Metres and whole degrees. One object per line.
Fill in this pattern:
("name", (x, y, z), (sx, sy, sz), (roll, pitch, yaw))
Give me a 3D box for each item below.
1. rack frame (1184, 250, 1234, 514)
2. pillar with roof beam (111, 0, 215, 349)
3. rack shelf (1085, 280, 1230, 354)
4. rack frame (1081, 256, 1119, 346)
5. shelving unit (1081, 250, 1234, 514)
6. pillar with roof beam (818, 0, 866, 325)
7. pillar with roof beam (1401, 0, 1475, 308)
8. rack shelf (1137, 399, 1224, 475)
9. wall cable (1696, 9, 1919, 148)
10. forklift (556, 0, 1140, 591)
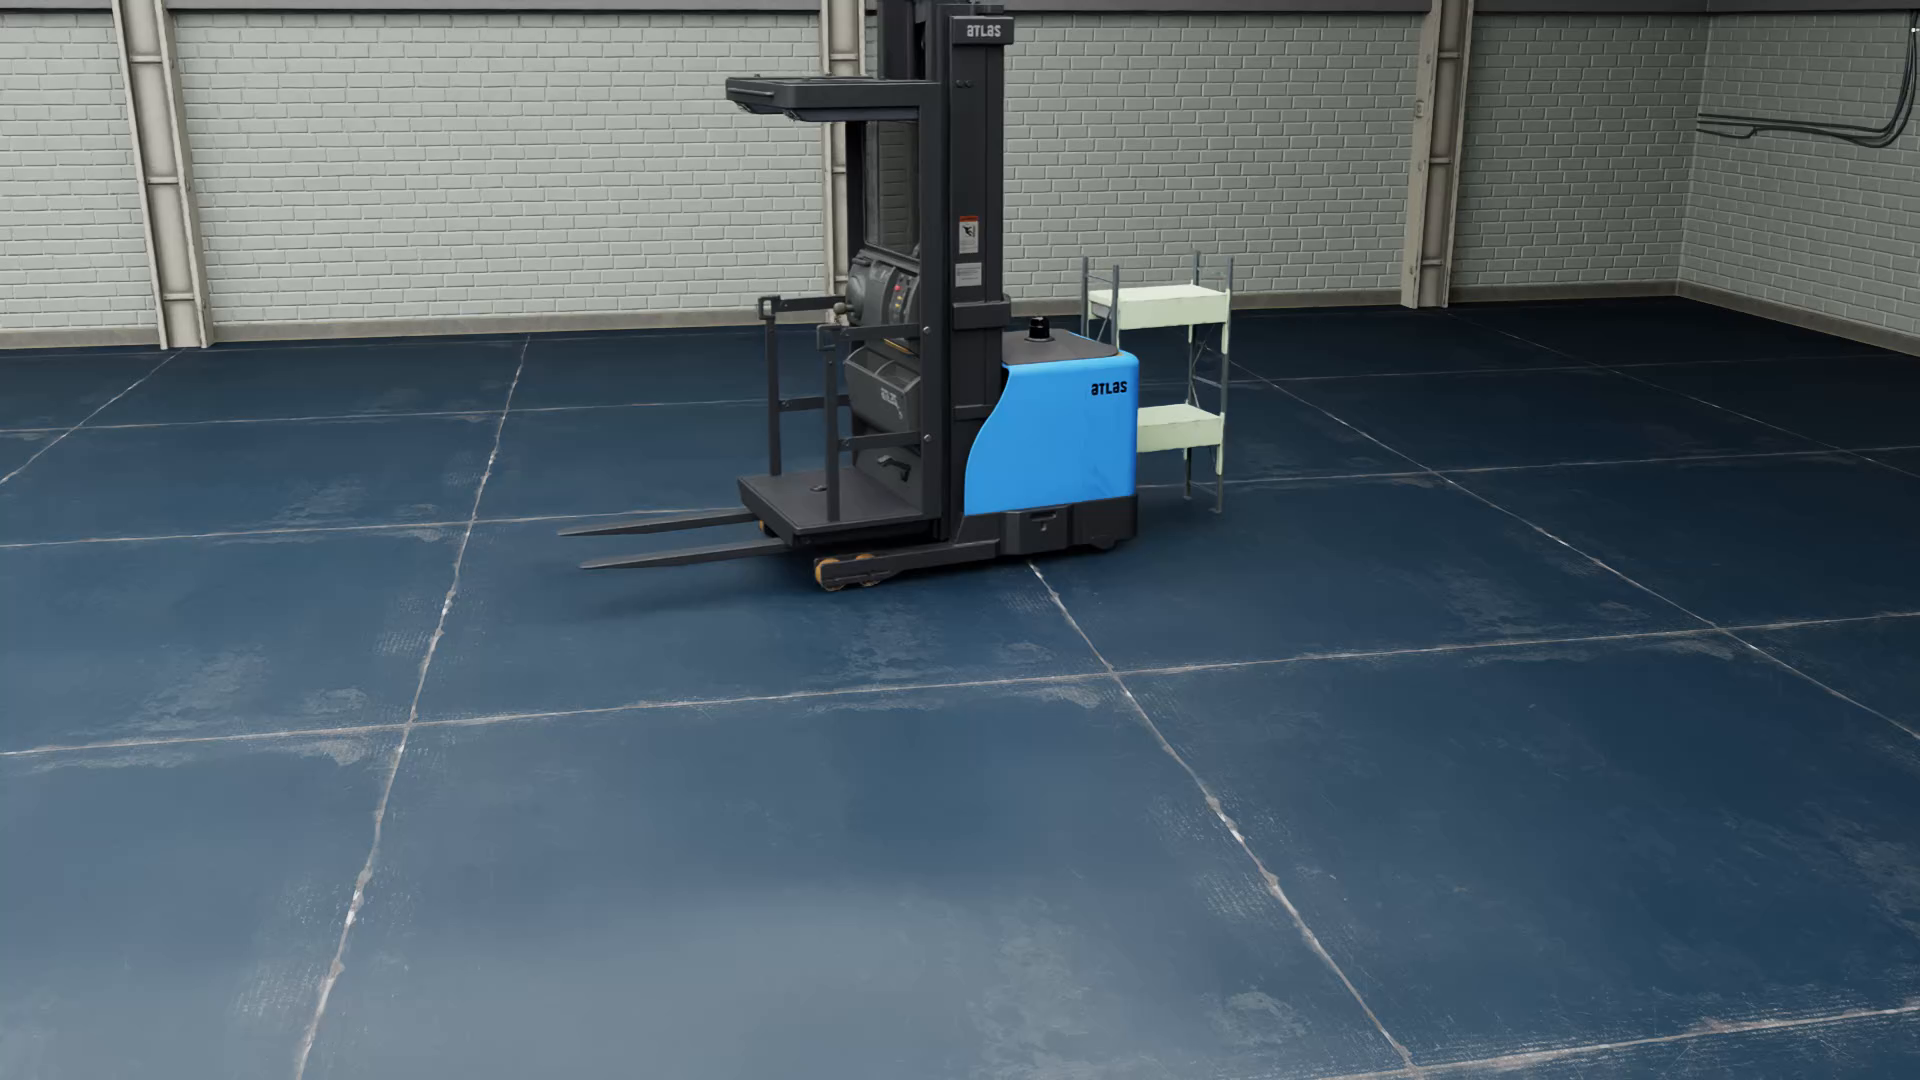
("rack frame", (1.458, -0.928, 9.778), (0.023, 1.500, 0.400), (-7, 18, -22))
("pillar with roof beam", (-6.164, -4.821, 9.682), (0.400, 9.000, 9.100), (-3, 17, -10))
("rack shelf", (1.121, -1.259, 9.526), (0.720, 0.370, 0.431), (-7, 18, -22))
("rack frame", (0.785, -0.843, 9.503), (0.023, 1.500, 0.400), (-7, 18, -22))
("shelving unit", (1.121, -0.885, 9.640), (0.755, 1.500, 0.431), (-7, 18, -22))
("pillar with roof beam", (-0.273, -5.155, 10.770), (0.400, 9.000, 9.100), (-3, 17, -10))
("pillar with roof beam", (5.618, -5.489, 11.858), (0.400, 9.000, 9.100), (-3, 17, -10))
("rack shelf", (1.121, -0.574, 9.736), (0.720, 0.370, 0.431), (-7, 18, -22))
("wall cable", (7.945, -5.029, 15.647), (0.112, 2.526, 3.097), (-3, 17, -10))
("forklift", (-0.590, -1.317, 8.607), (3.031, 2.935, 1.130), (-7, 18, -22))
